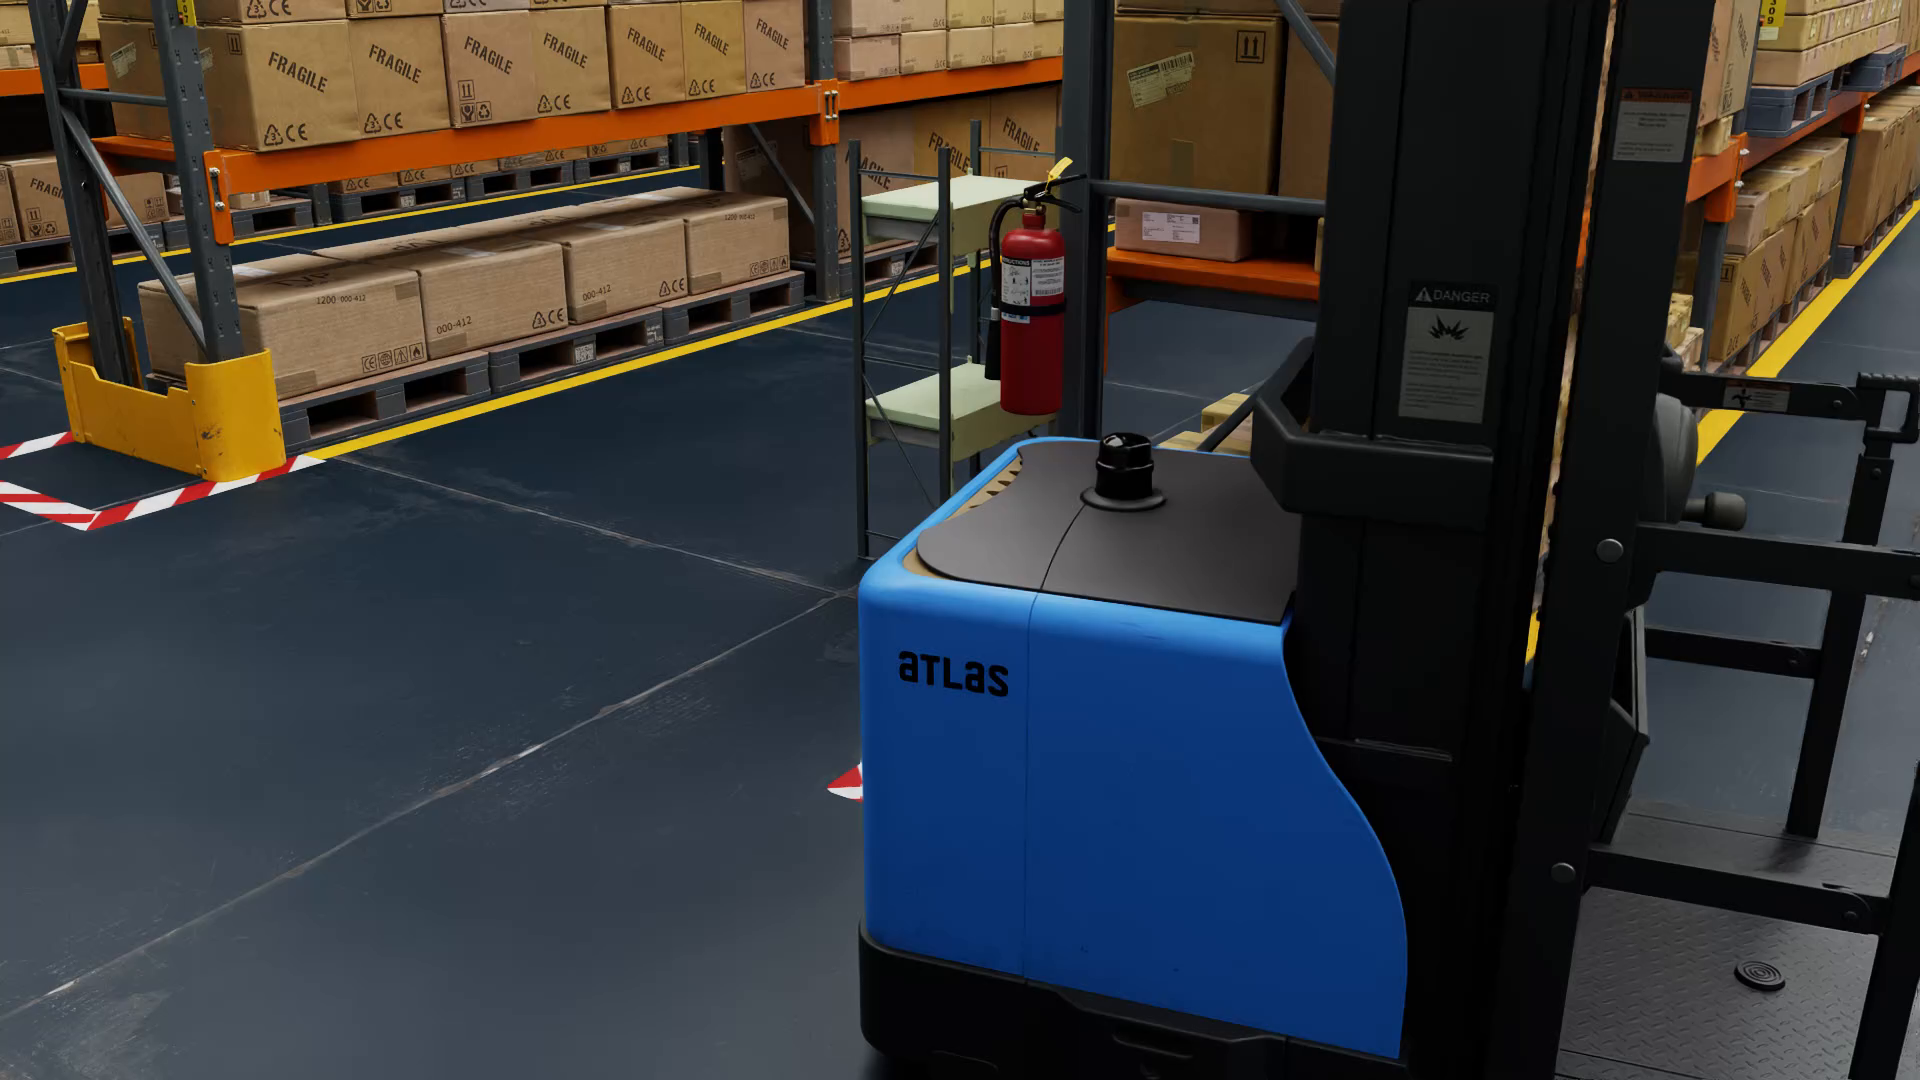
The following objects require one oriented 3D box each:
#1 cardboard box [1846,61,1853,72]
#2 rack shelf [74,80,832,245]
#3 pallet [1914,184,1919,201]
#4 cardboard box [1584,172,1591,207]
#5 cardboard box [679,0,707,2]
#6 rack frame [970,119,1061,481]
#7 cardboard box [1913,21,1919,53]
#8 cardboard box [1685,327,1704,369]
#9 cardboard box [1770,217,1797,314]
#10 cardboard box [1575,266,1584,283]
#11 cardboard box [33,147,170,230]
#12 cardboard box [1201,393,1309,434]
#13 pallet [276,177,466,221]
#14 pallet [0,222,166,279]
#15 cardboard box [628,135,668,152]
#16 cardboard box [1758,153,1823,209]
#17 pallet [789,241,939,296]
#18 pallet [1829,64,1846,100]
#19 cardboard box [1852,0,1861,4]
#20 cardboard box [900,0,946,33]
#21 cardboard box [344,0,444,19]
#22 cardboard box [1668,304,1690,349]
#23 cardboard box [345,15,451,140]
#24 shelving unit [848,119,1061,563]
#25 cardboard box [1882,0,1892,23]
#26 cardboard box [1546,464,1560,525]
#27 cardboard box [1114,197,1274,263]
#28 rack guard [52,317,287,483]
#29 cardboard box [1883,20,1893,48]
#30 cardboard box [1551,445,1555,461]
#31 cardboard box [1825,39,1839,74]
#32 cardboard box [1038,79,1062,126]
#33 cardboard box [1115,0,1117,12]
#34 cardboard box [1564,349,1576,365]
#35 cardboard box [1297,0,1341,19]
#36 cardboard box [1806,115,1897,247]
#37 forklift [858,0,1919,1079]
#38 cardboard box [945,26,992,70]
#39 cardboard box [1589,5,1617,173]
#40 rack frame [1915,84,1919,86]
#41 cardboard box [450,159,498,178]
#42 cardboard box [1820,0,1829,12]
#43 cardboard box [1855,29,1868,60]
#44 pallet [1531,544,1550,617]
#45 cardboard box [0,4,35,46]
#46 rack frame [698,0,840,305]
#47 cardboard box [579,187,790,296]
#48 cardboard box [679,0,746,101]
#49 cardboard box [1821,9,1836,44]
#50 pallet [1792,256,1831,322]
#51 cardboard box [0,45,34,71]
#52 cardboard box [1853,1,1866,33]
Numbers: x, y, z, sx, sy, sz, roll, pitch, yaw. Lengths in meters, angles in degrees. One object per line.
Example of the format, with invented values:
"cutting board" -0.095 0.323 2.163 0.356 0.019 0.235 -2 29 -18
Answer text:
"cardboard box" 5.690 -3.288 10.687 0.500 0.500 0.500 14 24 32
"rack shelf" -2.309 -2.043 8.500 1.077 0.370 4.000 13 24 32
"pallet" 7.955 -3.208 14.633 1.003 0.211 1.213 13 24 32
"cardboard box" 1.842 -1.168 5.462 0.380 0.149 0.250 13 24 31
"cardboard box" -1.514 -3.136 8.835 0.500 0.500 0.500 13 24 31
"rack frame" 0.209 -0.810 6.294 0.400 1.500 0.023 13 24 32
"cardboard box" 6.822 -3.868 12.254 0.500 0.500 0.500 14 24 32
"cardboard box" 3.051 -0.864 7.354 0.380 0.149 0.250 14 24 33
"cardboard box" 4.180 -1.507 9.014 0.500 0.500 0.500 14 24 33
"cardboard box" 3.173 -1.304 8.463 0.500 0.500 0.500 13 24 31
"cardboard box" -6.022 -2.490 11.671 0.700 0.500 0.500 12 24 30
"cardboard box" 1.034 -0.370 5.588 0.380 0.149 0.250 13 24 31
"pallet" -4.866 -2.854 13.676 1.003 0.211 1.213 13 24 32
"pallet" -6.364 -2.065 11.542 1.003 0.211 1.213 13 24 32
"cardboard box" -3.104 -3.930 15.563 0.500 0.500 0.500 14 25 33
"cardboard box" 4.473 -2.004 9.277 0.500 0.250 0.500 14 24 33
"pallet" -0.814 -1.882 11.049 1.003 0.211 1.213 13 24 32
"pallet" 4.135 -2.499 8.974 1.003 0.211 1.213 13 24 32
"cardboard box" 4.293 -2.770 8.329 0.380 0.149 0.250 14 25 34
"cardboard box" -0.435 -3.344 10.478 0.500 0.250 0.500 14 24 33
"cardboard box" -2.644 -2.554 7.260 0.500 0.500 0.500 13 24 30
"cardboard box" 2.870 -0.922 7.082 0.380 0.149 0.250 14 24 32
"cardboard box" -2.665 -2.085 7.435 0.500 0.500 0.500 13 24 31
"shelving unit" 0.004 -0.705 6.010 0.431 1.500 0.755 13 24 32
"cardboard box" 5.019 -3.000 9.381 0.380 0.149 0.250 14 24 33
"cardboard box" 2.001 -0.179 5.931 0.380 0.149 0.250 12 23 29
"cardboard box" 0.667 -0.901 4.738 0.380 0.149 0.250 13 24 32
"rack guard" -3.447 -0.627 7.239 1.175 0.500 0.348 13 24 32
"cardboard box" 5.176 -2.942 9.652 0.380 0.149 0.250 13 24 32
"cardboard box" 1.912 -0.357 5.983 0.380 0.149 0.250 15 25 35
"cardboard box" 4.004 -2.343 8.033 0.380 0.149 0.250 14 24 32
"cardboard box" 0.606 -3.120 12.833 0.875 0.875 0.875 13 24 31
"cardboard box" 1.001 -4.077 12.459 0.500 0.250 0.500 13 24 32
"cardboard box" 2.308 -0.615 6.250 0.380 0.149 0.250 12 24 30
"cardboard box" 1.189 -1.602 4.259 0.500 0.500 0.500 13 24 31
"cardboard box" 5.631 -2.464 11.240 1.050 0.750 0.750 13 24 31
"forklift" 1.370 -0.284 2.808 3.031 2.935 1.130 7 22 19
"cardboard box" -0.129 -3.251 10.946 0.500 0.250 0.500 13 24 31
"cardboard box" 1.763 -1.428 5.228 0.500 0.500 0.500 14 24 33
"rack frame" 7.463 -4.313 13.601 1.000 3.000 0.127 13 24 32
"cardboard box" -4.259 -3.337 13.961 0.500 0.500 0.500 12 24 30
"cardboard box" 3.719 -2.480 7.546 0.380 0.149 0.250 14 25 33
"cardboard box" 4.592 -2.646 8.852 0.380 0.149 0.250 14 25 33
"pallet" 1.246 0.190 5.447 1.003 0.211 1.213 13 24 32
"cardboard box" -6.228 -3.362 10.817 0.500 0.250 0.500 13 24 30
"rack frame" -1.185 -2.954 9.927 1.000 3.000 0.127 13 24 32
"cardboard box" -1.627 -1.790 9.868 0.875 0.438 0.875 13 24 31
"cardboard box" -1.519 -2.669 9.013 0.500 0.500 0.500 13 24 31
"cardboard box" 3.856 -2.408 7.780 0.380 0.149 0.250 14 24 33
"pallet" 4.774 -1.633 10.377 1.003 0.211 1.213 13 24 32
"cardboard box" -6.233 -3.136 10.780 0.380 0.149 0.250 14 24 33
"cardboard box" 4.445 -2.709 8.592 0.380 0.149 0.250 13 24 31
